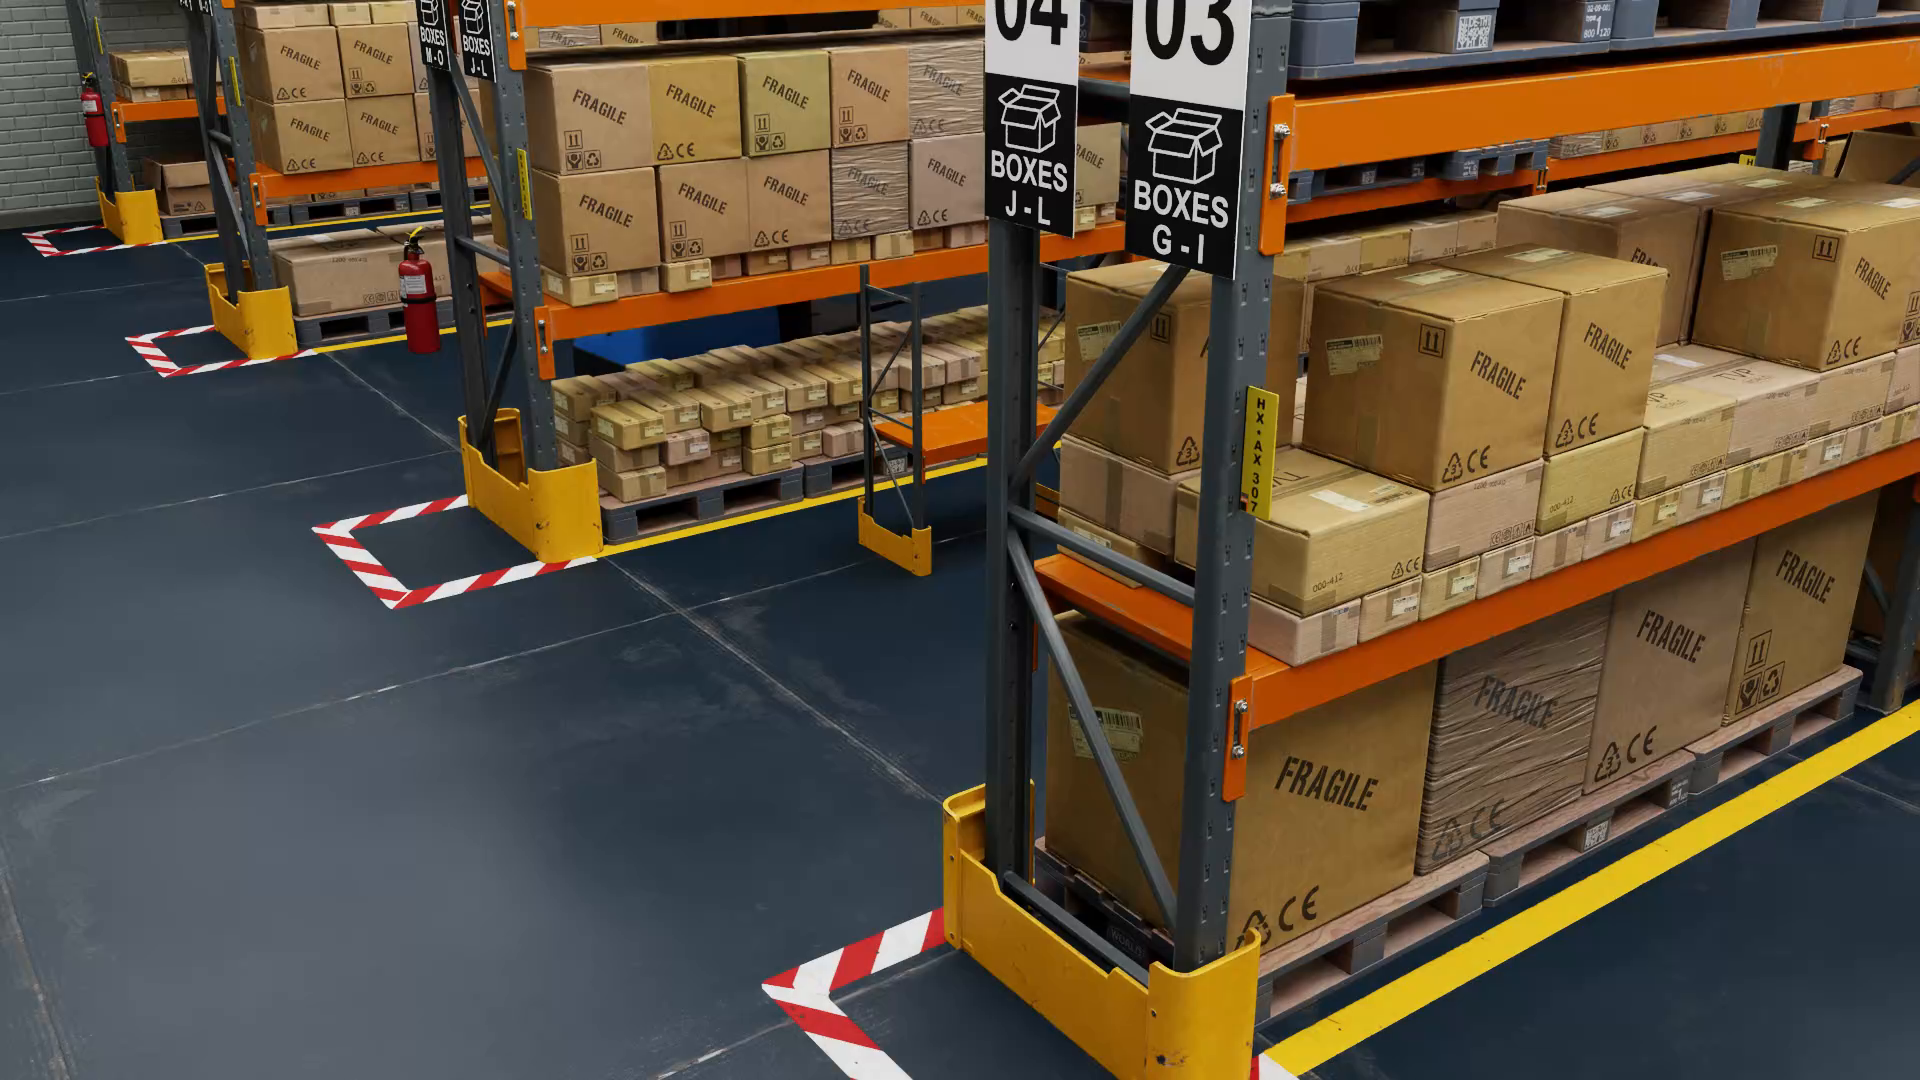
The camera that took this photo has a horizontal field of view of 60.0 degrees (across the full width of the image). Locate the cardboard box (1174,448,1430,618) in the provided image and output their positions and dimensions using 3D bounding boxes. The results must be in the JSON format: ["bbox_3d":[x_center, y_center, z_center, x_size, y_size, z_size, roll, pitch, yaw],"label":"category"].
[{"bbox_3d":[0.967,-0.033,4.733,0.500,0.250,0.500,-16,27,-34],"label":"cardboard box"}]

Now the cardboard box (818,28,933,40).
[{"bbox_3d":[-0.496,-2.730,9.805,0.500,0.500,0.500,-14,26,-32],"label":"cardboard box"}]

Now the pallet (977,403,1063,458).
[{"bbox_3d":[0.327,-0.871,10.794,1.213,0.211,1.003,-15,26,-33],"label":"pallet"}]

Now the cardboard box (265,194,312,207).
[{"bbox_3d":[-7.002,-3.727,16.996,0.500,0.500,0.700,-14,26,-31],"label":"cardboard box"}]

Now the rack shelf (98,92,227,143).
[{"bbox_3d":[-6.647,-4.515,17.134,4.000,0.370,1.077,-15,26,-33],"label":"rack shelf"}]

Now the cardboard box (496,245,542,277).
[{"bbox_3d":[-2.296,-1.495,8.935,0.250,0.149,0.380,-15,26,-33],"label":"cardboard box"}]

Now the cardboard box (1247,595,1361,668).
[{"bbox_3d":[0.900,0.197,4.694,0.250,0.149,0.380,-15,26,-32],"label":"cardboard box"}]

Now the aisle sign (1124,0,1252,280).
[{"bbox_3d":[0.536,-1.044,3.957,0.004,0.787,0.394,-15,26,-33],"label":"aisle sign"}]

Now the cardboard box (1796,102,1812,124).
[{"bbox_3d":[7.078,-3.907,14.504,0.500,0.500,0.500,-15,26,-33],"label":"cardboard box"}]

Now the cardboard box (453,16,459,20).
[{"bbox_3d":[-3.857,-4.005,12.528,0.250,0.149,0.380,-15,26,-32],"label":"cardboard box"}]

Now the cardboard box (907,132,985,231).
[{"bbox_3d":[-0.203,-2.098,9.569,0.500,0.500,0.500,-15,26,-33],"label":"cardboard box"}]

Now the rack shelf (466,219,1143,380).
[{"bbox_3d":[-0.772,-1.555,9.716,4.000,0.370,1.077,-15,26,-33],"label":"rack shelf"}]

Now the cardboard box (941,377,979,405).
[{"bbox_3d":[-0.094,-0.956,10.123,0.250,0.149,0.380,-14,26,-32],"label":"cardboard box"}]

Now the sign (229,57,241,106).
[{"bbox_3d":[-5.049,-3.194,11.579,0.005,0.325,0.100,-15,26,-33],"label":"sign"}]

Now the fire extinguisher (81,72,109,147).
[{"bbox_3d":[-8.120,-4.036,15.571,0.183,0.674,0.296,-15,26,-33],"label":"fire extinguisher"}]

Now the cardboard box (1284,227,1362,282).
[{"bbox_3d":[2.453,-2.010,11.680,0.500,0.250,0.500,-14,26,-31],"label":"cardboard box"}]

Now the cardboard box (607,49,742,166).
[{"bbox_3d":[-1.470,-2.234,8.561,0.500,0.500,0.500,-14,26,-31],"label":"cardboard box"}]

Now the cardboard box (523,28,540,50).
[{"bbox_3d":[-3.579,-3.788,12.859,0.500,0.500,0.500,-15,26,-33],"label":"cardboard box"}]

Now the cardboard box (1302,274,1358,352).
[{"bbox_3d":[2.452,-1.669,11.837,0.500,0.500,0.500,-14,26,-32],"label":"cardboard box"}]

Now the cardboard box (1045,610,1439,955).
[{"bbox_3d":[0.892,0.687,5.427,0.875,0.875,0.875,-15,26,-33],"label":"cardboard box"}]

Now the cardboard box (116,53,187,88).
[{"bbox_3d":[-7.745,-4.502,15.931,0.500,0.250,0.500,-15,26,-33],"label":"cardboard box"}]

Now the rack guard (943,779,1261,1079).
[{"bbox_3d":[0.400,1.224,5.154,0.348,0.500,1.175,-15,26,-33],"label":"rack guard"}]

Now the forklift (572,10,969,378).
[{"bbox_3d":[-1.227,-2.647,11.576,3.031,2.935,1.130,-18,28,-38],"label":"forklift"}]

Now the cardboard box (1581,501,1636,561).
[{"bbox_3d":[1.942,-0.082,5.393,0.250,0.149,0.380,-15,26,-33],"label":"cardboard box"}]

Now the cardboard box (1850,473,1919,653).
[{"bbox_3d":[4.174,-0.161,7.552,0.875,0.875,1.225,-15,26,-33],"label":"cardboard box"}]

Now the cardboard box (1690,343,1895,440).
[{"bbox_3d":[3.042,-0.589,6.126,0.500,0.250,0.500,-14,26,-31],"label":"cardboard box"}]

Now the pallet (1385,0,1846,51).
[{"bbox_3d":[2.007,-1.723,5.240,1.213,0.211,1.003,-15,26,-33],"label":"pallet"}]

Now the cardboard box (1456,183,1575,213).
[{"bbox_3d":[4.645,-2.443,13.439,0.750,0.750,1.050,-15,26,-34],"label":"cardboard box"}]

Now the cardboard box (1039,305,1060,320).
[{"bbox_3d":[0.451,-1.457,10.977,0.250,0.149,0.380,-14,26,-31],"label":"cardboard box"}]

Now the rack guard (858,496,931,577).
[{"bbox_3d":[-0.342,-0.025,8.621,0.087,0.250,0.587,-15,26,-33],"label":"rack guard"}]

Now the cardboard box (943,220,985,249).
[{"bbox_3d":[-0.068,-1.828,9.770,0.250,0.149,0.380,-16,27,-35],"label":"cardboard box"}]

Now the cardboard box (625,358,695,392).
[{"bbox_3d":[-1.740,-0.926,9.646,0.250,0.149,0.380,-16,27,-34],"label":"cardboard box"}]

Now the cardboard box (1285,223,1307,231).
[{"bbox_3d":[2.154,-2.167,12.075,0.500,0.250,0.500,-16,27,-35],"label":"cardboard box"}]

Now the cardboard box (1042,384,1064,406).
[{"bbox_3d":[0.472,-0.974,10.571,0.250,0.149,0.380,-14,26,-31],"label":"cardboard box"}]

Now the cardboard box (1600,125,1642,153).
[{"bbox_3d":[5.032,-3.361,13.137,0.500,0.500,0.500,-15,26,-33],"label":"cardboard box"}]

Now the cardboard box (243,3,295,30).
[{"bbox_3d":[-4.918,-3.729,11.835,0.250,0.149,0.380,-14,26,-32],"label":"cardboard box"}]

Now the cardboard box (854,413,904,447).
[{"bbox_3d":[-0.535,-0.683,9.841,0.250,0.149,0.380,-15,26,-33],"label":"cardboard box"}]

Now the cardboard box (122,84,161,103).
[{"bbox_3d":[-7.843,-4.288,15.934,0.250,0.149,0.380,-15,26,-33],"label":"cardboard box"}]

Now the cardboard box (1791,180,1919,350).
[{"bbox_3d":[3.449,-1.045,6.256,0.500,0.500,0.500,-14,26,-31],"label":"cardboard box"}]

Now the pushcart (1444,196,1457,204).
[{"bbox_3d":[5.745,-3.628,17.479,1.648,0.377,0.936,14,26,32],"label":"pushcart"}]

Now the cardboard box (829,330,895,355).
[{"bbox_3d":[-0.609,-1.168,10.253,0.250,0.149,0.380,-16,27,-35],"label":"cardboard box"}]

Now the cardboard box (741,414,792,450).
[{"bbox_3d":[-1.146,-0.646,9.347,0.250,0.149,0.380,-14,26,-31],"label":"cardboard box"}]

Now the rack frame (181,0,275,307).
[{"bbox_3d":[-5.368,-2.923,12.175,0.127,3.000,1.000,-15,26,-33],"label":"rack frame"}]

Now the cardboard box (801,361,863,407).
[{"bbox_3d":[-0.715,-0.905,9.595,0.250,0.149,0.380,-14,26,-32],"label":"cardboard box"}]

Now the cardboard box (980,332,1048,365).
[{"bbox_3d":[0.333,-1.191,10.310,0.250,0.149,0.380,-15,26,-33],"label":"cardboard box"}]

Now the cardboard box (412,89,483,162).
[{"bbox_3d":[-3.993,-3.210,12.758,0.500,0.500,0.500,-15,26,-33],"label":"cardboard box"}]

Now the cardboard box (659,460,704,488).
[{"bbox_3d":[-1.618,-0.425,9.195,0.250,0.149,0.380,-15,26,-33],"label":"cardboard box"}]

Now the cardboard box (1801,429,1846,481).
[{"bbox_3d":[2.984,-0.360,6.089,0.250,0.149,0.380,-14,26,-32],"label":"cardboard box"}]

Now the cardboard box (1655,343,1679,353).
[{"bbox_3d":[2.308,-0.633,6.238,0.500,0.250,0.500,-14,26,-32],"label":"cardboard box"}]

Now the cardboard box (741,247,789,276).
[{"bbox_3d":[-1.144,-1.569,9.121,0.250,0.149,0.380,-15,26,-33],"label":"cardboard box"}]

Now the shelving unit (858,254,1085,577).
[{"bbox_3d":[0.062,-0.713,8.660,1.083,1.500,0.587,-15,26,-33],"label":"shelving unit"}]

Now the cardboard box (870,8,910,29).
[{"bbox_3d":[-0.791,-4.535,14.730,0.500,0.500,0.500,-16,27,-34],"label":"cardboard box"}]

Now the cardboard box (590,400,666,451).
[{"bbox_3d":[-1.772,-0.615,8.867,0.250,0.149,0.380,-16,27,-35],"label":"cardboard box"}]

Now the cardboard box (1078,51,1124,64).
[{"bbox_3d":[0.628,-2.788,9.950,0.500,0.500,0.500,-16,27,-35],"label":"cardboard box"}]

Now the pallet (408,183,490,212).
[{"bbox_3d":[-5.581,-3.838,18.230,1.213,0.211,1.003,-15,26,-33],"label":"pallet"}]

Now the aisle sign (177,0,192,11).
[{"bbox_3d":[-5.608,-4.209,11.888,0.004,0.787,0.394,-15,26,-33],"label":"aisle sign"}]

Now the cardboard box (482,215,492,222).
[{"bbox_3d":[-3.420,-2.497,13.996,0.875,0.438,0.875,-16,27,-34],"label":"cardboard box"}]
